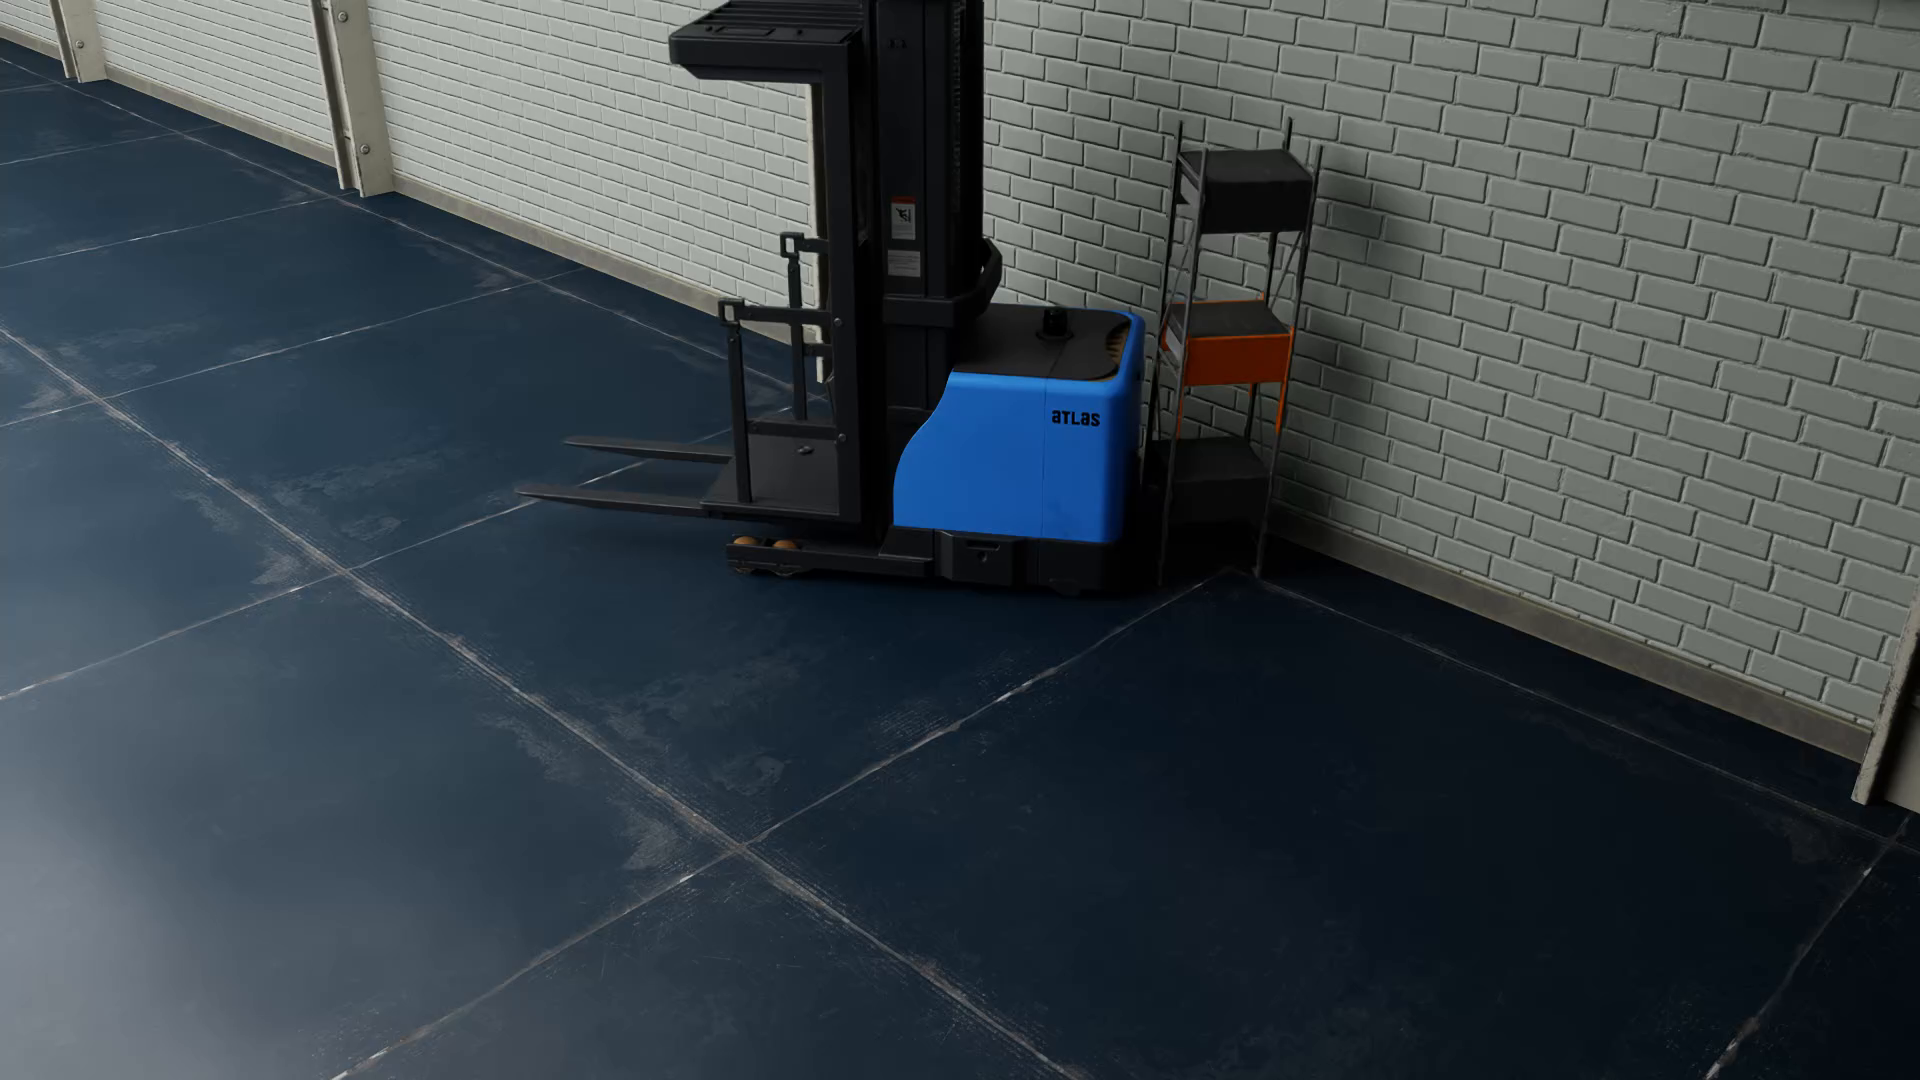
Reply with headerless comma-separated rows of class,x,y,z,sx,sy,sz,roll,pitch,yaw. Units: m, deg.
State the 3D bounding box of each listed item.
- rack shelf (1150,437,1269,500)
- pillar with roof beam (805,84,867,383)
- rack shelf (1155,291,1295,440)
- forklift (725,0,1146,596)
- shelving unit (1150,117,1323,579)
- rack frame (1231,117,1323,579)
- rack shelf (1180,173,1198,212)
rack shelf,1.158,-0.308,7.777,0.457,0.174,0.368,-4,32,-9
pillar with roof beam,-3.639,-3.506,5.249,0.400,9.000,9.100,25,36,38
rack shelf,1.175,-0.789,7.486,0.480,0.518,0.431,-4,32,-9
forklift,-0.659,-1.362,7.690,3.031,2.935,1.130,5,28,9
shelving unit,1.181,-0.802,7.480,0.492,2.100,0.431,-4,32,-9
rack frame,1.416,-0.816,7.518,0.015,2.100,0.400,-4,32,-9
rack shelf,1.199,-1.474,7.073,0.442,0.100,0.332,-4,32,-9
